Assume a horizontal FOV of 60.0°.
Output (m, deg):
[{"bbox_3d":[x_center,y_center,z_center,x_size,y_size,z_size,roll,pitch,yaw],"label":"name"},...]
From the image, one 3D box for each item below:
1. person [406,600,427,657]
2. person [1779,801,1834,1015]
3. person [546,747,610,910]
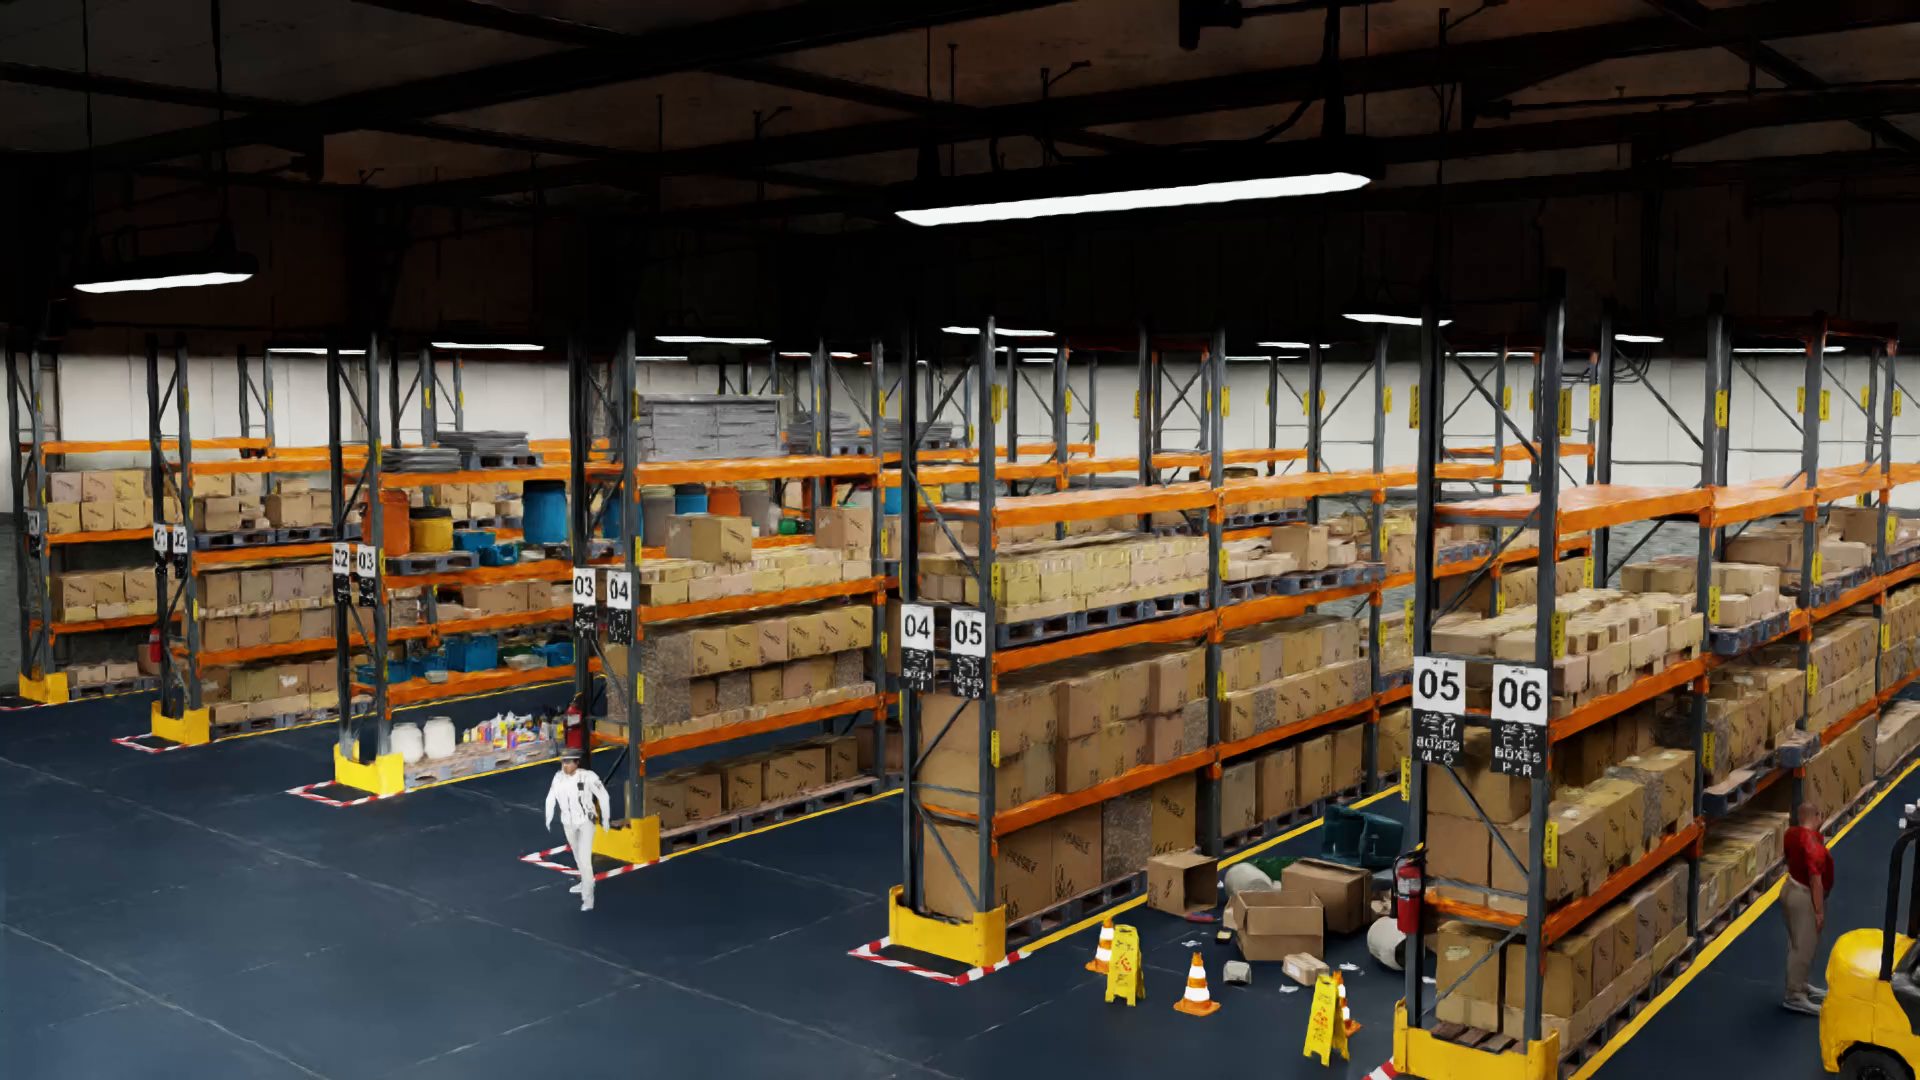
[{"bbox_3d":[-9.892,1.630,29.820,0.577,1.691,1.121,4,7,41],"label":"person"},{"bbox_3d":[7.125,3.041,13.923,0.457,1.731,0.593,1,5,7],"label":"person"},{"bbox_3d":[-3.824,2.848,16.781,0.643,1.612,0.794,2,6,21],"label":"person"}]
